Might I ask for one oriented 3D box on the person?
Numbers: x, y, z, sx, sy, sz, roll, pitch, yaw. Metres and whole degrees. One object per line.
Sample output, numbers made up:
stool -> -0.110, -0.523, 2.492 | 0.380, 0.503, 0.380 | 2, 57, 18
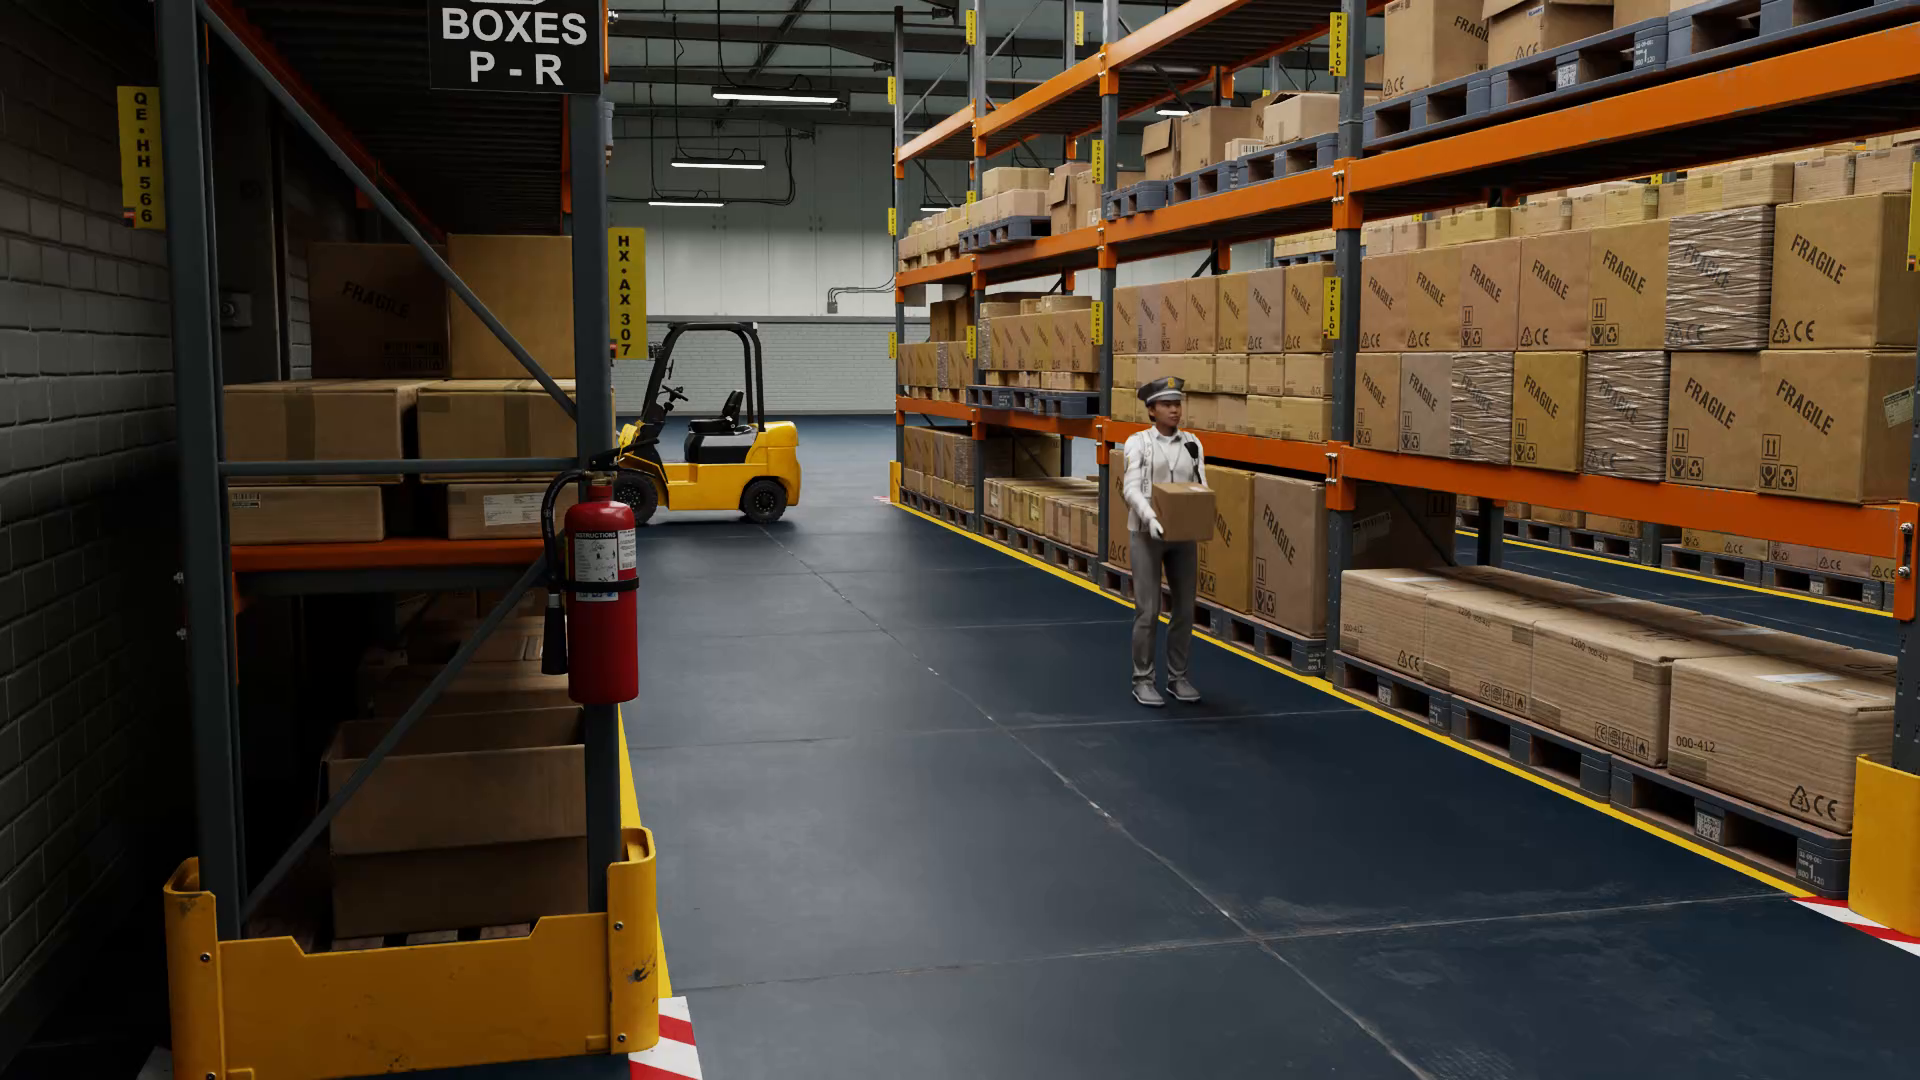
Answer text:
person -> 1.072, 0.001, 8.572 | 0.458, 1.686, 0.559 | -1, 6, -13
